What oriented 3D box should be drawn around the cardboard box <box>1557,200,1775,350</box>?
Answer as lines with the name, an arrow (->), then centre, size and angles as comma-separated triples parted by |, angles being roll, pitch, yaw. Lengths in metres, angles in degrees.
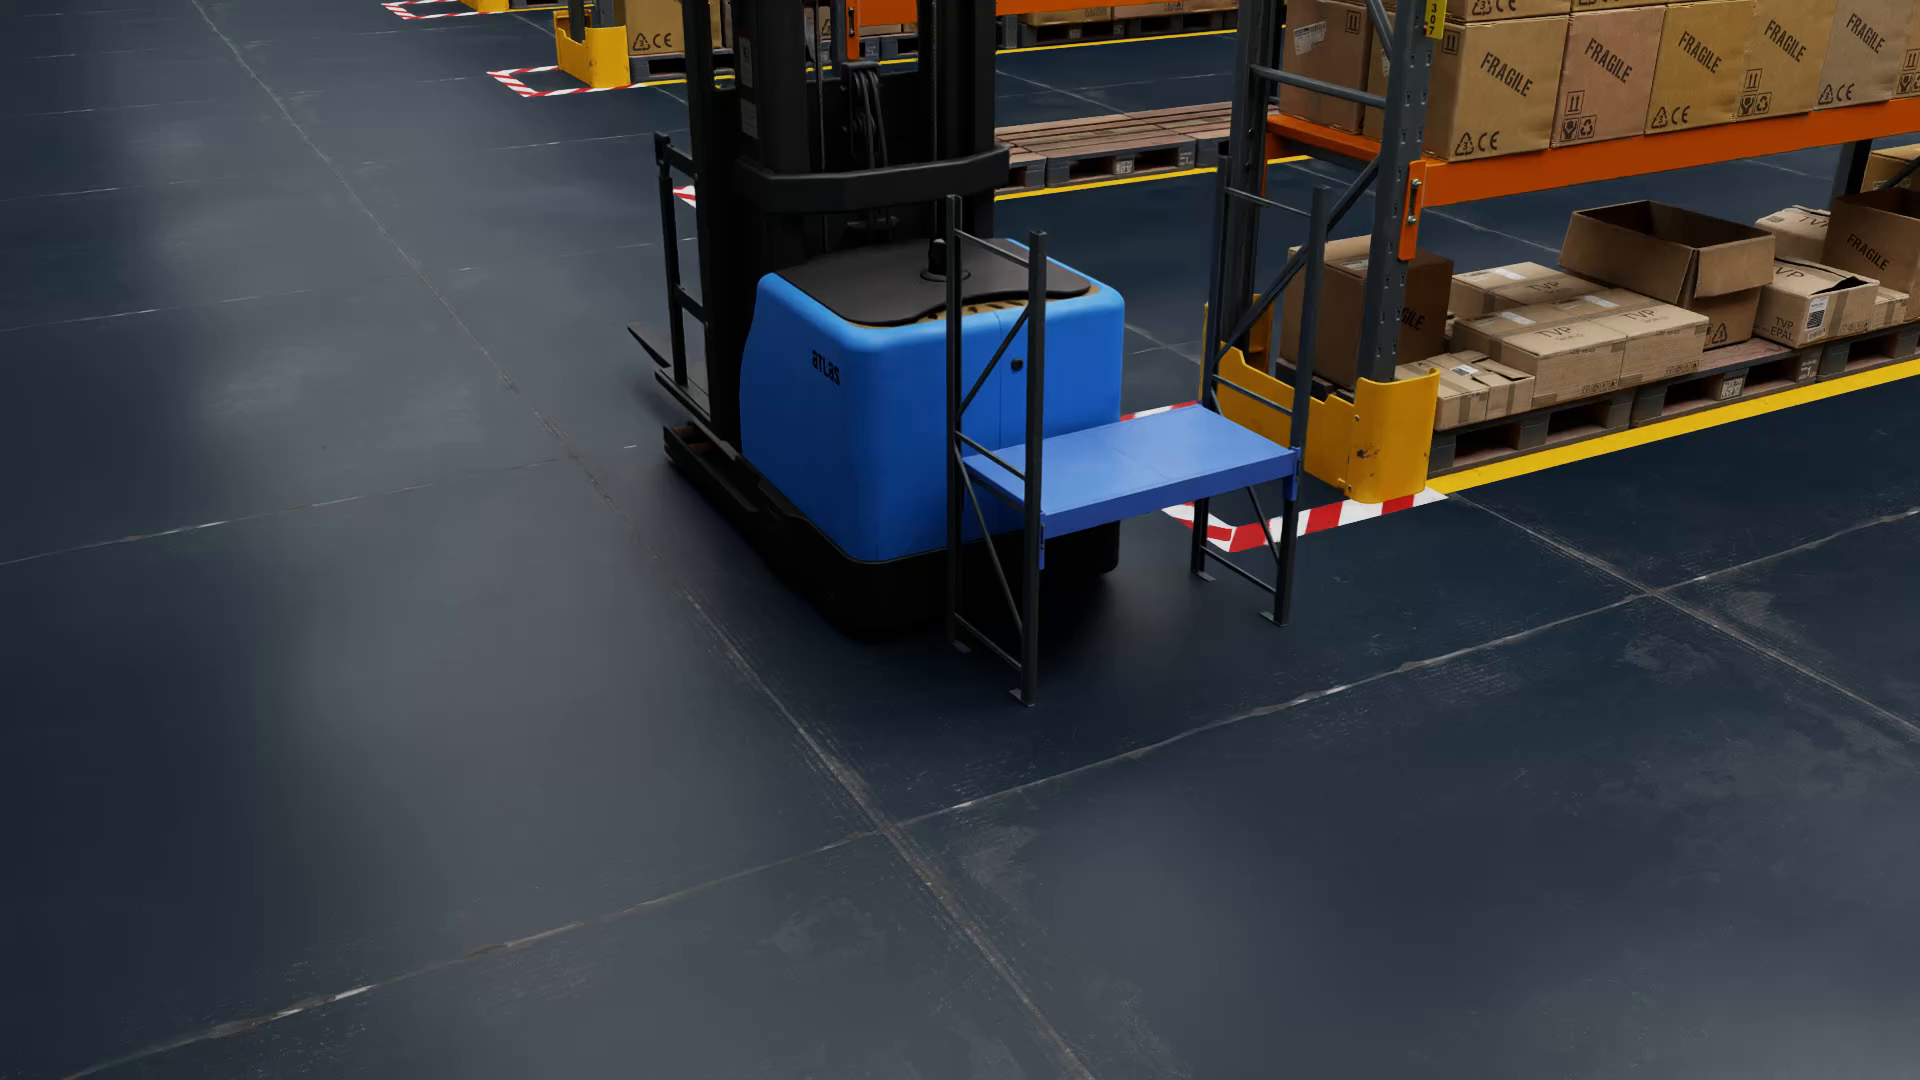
cardboard box -> 3.273, -1.229, 7.721 | 0.637, 0.503, 0.797 | -13, 29, -25

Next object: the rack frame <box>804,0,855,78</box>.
rack frame -> -0.929, -3.619, 10.322 | 0.127, 3.000, 1.000 | -13, 29, -25

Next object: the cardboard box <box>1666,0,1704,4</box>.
cardboard box -> 2.816, -2.421, 6.556 | 0.500, 0.500, 0.500 | -13, 28, -24

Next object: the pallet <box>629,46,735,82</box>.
pallet -> -2.591, -4.446, 15.266 | 1.213, 0.211, 1.003 | -13, 29, -25

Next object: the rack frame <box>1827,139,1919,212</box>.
rack frame -> 4.928, -2.541, 8.077 | 0.127, 3.000, 1.000 | -13, 29, -25

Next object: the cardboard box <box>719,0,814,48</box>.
cardboard box -> -1.929, -5.088, 15.351 | 0.875, 0.875, 0.875 | -13, 29, -25

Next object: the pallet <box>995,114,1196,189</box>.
pallet -> 0.892, -2.762, 11.758 | 1.213, 0.211, 1.003 | -13, 29, -25

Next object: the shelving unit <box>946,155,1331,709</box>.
shelving unit -> 0.535, -0.361, 5.268 | 1.048, 1.500, 0.538 | -14, 29, -27

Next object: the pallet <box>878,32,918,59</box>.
pallet -> -0.438, -4.943, 16.301 | 1.213, 0.211, 1.003 | -13, 29, -25

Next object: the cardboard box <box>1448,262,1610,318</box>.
cardboard box -> 2.615, -1.072, 7.686 | 0.500, 0.250, 0.500 | -13, 29, -25

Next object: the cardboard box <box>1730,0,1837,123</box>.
cardboard box -> 3.253, -2.070, 6.981 | 0.500, 0.500, 0.500 | -13, 28, -24

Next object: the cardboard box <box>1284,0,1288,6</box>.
cardboard box -> 3.181, -6.239, 17.748 | 0.875, 0.875, 1.225 | -14, 29, -27

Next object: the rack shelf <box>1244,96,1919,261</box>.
rack shelf -> 3.164, -1.809, 7.384 | 4.000, 0.370, 1.077 | -13, 29, -25

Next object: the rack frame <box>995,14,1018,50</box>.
rack frame -> 0.270, -6.325, 15.958 | 0.127, 3.000, 1.000 | -13, 29, -25

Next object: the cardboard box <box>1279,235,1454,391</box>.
cardboard box -> 1.763, -1.003, 7.252 | 0.500, 0.500, 0.500 | -13, 29, -25

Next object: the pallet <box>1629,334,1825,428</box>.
pallet -> 3.244, -0.894, 7.869 | 1.213, 0.211, 1.003 | -13, 29, -25

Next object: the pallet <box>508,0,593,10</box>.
pallet -> -4.704, -6.336, 19.202 | 1.213, 0.211, 1.003 | -13, 29, -25

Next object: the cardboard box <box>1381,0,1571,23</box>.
cardboard box -> 1.915, -2.212, 6.120 | 0.500, 0.500, 0.500 | -12, 28, -24

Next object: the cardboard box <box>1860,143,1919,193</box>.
cardboard box -> 5.229, -1.822, 8.960 | 0.500, 0.500, 0.500 | -13, 29, -25

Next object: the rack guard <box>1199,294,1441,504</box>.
rack guard -> 1.466, -0.615, 6.953 | 0.348, 0.500, 1.175 | -13, 29, -25

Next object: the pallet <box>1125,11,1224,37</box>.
pallet -> 1.993, -5.504, 17.470 | 1.213, 0.211, 1.003 | -13, 29, -25

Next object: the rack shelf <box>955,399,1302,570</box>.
rack shelf -> 0.535, -0.198, 5.346 | 1.000, 0.185, 0.538 | -14, 29, -27

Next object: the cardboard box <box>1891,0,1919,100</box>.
cardboard box -> 4.154, -2.281, 7.419 | 0.500, 0.500, 0.500 | -12, 28, -24

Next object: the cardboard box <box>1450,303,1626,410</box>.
cardboard box -> 2.453, -0.789, 7.097 | 0.500, 0.250, 0.500 | -13, 29, -25

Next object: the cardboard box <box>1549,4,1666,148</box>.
cardboard box -> 2.367, -1.868, 6.560 | 0.500, 0.500, 0.500 | -13, 29, -26

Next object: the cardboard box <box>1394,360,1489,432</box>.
cardboard box -> 1.930, -0.593, 6.806 | 0.250, 0.149, 0.380 | -13, 29, -25

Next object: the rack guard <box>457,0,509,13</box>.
rack guard -> -5.437, -6.314, 18.823 | 0.348, 0.500, 1.175 | -13, 29, -25

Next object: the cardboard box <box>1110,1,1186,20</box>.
cardboard box -> 1.613, -5.877, 16.994 | 0.875, 0.875, 1.225 | -14, 29, -27

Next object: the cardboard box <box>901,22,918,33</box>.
cardboard box -> -0.350, -5.453, 16.111 | 0.875, 0.875, 0.875 | -13, 29, -25

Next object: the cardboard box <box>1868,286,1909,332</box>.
cardboard box -> 4.256, -1.130, 7.924 | 0.250, 0.149, 0.380 | -13, 29, -25

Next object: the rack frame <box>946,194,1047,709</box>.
rack frame -> 0.098, -0.248, 5.034 | 0.032, 1.500, 0.500 | -14, 29, -27

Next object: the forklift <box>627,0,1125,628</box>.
forklift -> -0.570, -1.633, 6.266 | 1.130, 2.935, 3.031 | -13, 28, -25
